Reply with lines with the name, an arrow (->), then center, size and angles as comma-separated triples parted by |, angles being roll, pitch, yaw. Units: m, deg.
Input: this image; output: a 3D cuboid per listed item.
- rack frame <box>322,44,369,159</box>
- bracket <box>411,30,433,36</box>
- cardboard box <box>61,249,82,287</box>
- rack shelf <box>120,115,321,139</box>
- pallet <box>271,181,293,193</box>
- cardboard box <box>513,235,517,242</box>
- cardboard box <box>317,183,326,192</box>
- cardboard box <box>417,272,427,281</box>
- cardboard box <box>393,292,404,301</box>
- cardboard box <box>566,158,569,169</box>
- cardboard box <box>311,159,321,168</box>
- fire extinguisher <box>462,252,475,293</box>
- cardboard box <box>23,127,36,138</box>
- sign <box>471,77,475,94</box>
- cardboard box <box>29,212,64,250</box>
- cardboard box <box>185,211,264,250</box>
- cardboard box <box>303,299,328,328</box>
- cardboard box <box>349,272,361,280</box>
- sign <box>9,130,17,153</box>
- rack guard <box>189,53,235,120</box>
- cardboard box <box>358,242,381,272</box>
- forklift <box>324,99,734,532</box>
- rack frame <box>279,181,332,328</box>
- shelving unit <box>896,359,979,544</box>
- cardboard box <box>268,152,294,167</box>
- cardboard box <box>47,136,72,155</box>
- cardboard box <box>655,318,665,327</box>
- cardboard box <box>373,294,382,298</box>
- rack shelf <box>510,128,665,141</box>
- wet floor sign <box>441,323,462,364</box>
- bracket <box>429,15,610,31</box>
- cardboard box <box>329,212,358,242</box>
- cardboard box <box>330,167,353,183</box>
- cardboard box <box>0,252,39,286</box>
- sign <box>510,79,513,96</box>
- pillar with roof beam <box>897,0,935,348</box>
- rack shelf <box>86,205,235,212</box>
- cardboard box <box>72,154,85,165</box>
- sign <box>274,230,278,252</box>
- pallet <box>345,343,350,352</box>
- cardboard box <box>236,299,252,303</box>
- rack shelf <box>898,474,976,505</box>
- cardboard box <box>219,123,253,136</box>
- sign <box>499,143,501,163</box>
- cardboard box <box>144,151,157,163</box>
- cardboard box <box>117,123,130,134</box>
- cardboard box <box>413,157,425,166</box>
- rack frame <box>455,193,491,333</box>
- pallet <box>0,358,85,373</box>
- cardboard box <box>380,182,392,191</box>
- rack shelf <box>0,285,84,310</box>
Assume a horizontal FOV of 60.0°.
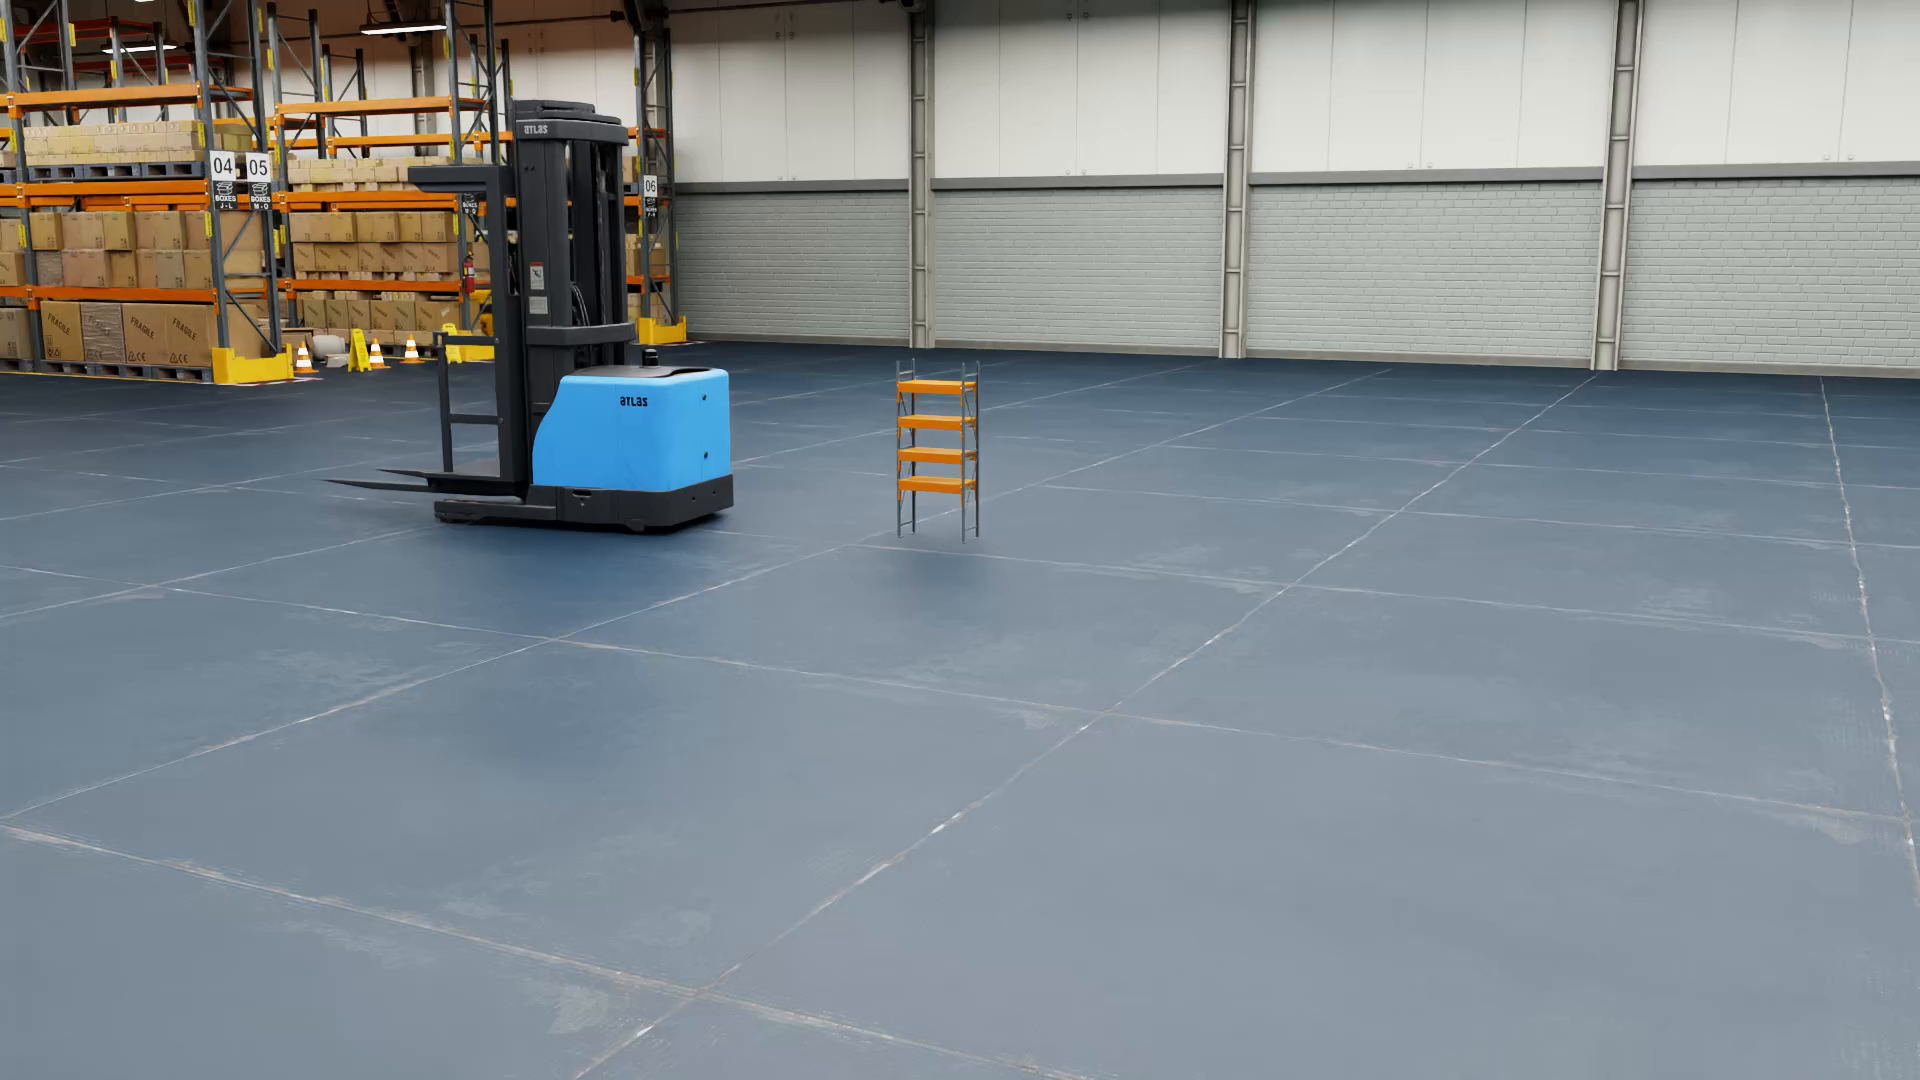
rack frame -> -13.033, -8.941, 35.365 | 0.127, 3.000, 1.000 | 5, 11, 26
bracket -> -11.249, -10.664, 34.778 | 0.430, 0.232, 0.235 | 5, 11, 26
cardboard box -> -12.899, -4.089, 24.981 | 0.550, 0.550, 0.875 | 5, 11, 26
rack shelf -> -13.432, -7.440, 30.212 | 4.000, 0.370, 1.077 | 5, 11, 26
pallet -> -12.145, -6.330, 29.888 | 1.003, 0.211, 1.213 | 5, 11, 26
cardboard box -> -8.784, -6.091, 33.527 | 0.250, 0.149, 0.380 | 5, 11, 25
cardboard box -> -10.986, -6.138, 29.005 | 0.250, 0.149, 0.380 | 5, 11, 26
cardboard box -> -8.978, -4.463, 28.174 | 0.250, 0.149, 0.380 | 5, 11, 25
cardboard box -> -9.468, -4.167, 28.449 | 0.250, 0.149, 0.380 | 5, 12, 27
cardboard box -> -7.745, -7.286, 32.894 | 0.637, 0.503, 0.797 | 5, 12, 28
cardboard box -> -11.021, -6.511, 28.825 | 0.250, 0.149, 0.380 | 5, 11, 24
fire extinguisher -> -8.152, -4.445, 27.585 | 0.183, 0.674, 0.296 | 5, 11, 26
cardboard box -> -13.562, -6.000, 24.543 | 0.250, 0.149, 0.380 | 5, 11, 26
sign -> -9.675, -9.037, 33.049 | 0.005, 0.325, 0.100 | 5, 11, 26
cardboard box -> -13.422, -4.653, 25.063 | 0.550, 0.550, 0.875 | 5, 11, 26
cardboard box -> -10.466, -4.408, 23.709 | 0.550, 0.550, 0.875 | 5, 11, 26
cardboard box -> -11.229, -4.014, 29.422 | 0.500, 0.500, 0.500 | 6, 12, 29
cardboard box -> -10.355, -4.579, 28.813 | 0.250, 0.149, 0.380 | 5, 11, 26
sign -> -13.969, -5.880, 24.540 | 0.005, 0.325, 0.100 | 5, 11, 26
rack guard -> -21.782, -6.748, 31.672 | 4.258, 6.000, 15.961 | 5, 11, 26
cardboard box -> -10.000, -4.883, 28.673 | 0.500, 0.500, 0.500 | 5, 11, 26
forklift -> -3.234, -1.637, 12.045 | 3.031, 2.935, 1.130 | 4, 11, 20
rack frame -> -11.638, -4.881, 29.776 | 0.127, 3.000, 1.000 | 5, 11, 26
shelving unit -> -0.148, -0.603, 11.195 | 0.503, 1.200, 0.258 | 5, 11, 26
cardboard box -> -12.214, -6.761, 29.580 | 0.500, 0.250, 0.500 | 5, 12, 27
cardboard box -> -12.970, -5.764, 24.359 | 0.500, 0.250, 0.500 | 5, 11, 25
cardboard box -> -6.212, -4.282, 33.010 | 0.500, 0.250, 0.500 | 5, 11, 26
cardboard box -> -12.479, -4.976, 35.790 | 0.625, 0.625, 0.875 | 5, 12, 28
rack shelf -> -7.652, -8.014, 32.835 | 3.809, 0.124, 0.919 | 5, 11, 26
wet floor sign -> -8.354, -3.221, 27.217 | 0.267, 0.644, 0.232 | -10, 14, -43
bracket -> -8.924, -10.460, 33.649 | 4.783, 0.066, 0.076 | 5, 11, 26
cardboard box -> -10.453, -5.412, 28.785 | 0.500, 0.500, 0.700 | 5, 11, 25
cardboard box -> -10.455, -6.270, 28.617 | 0.500, 0.250, 0.500 | 5, 11, 26
cardboard box -> -14.324, -4.130, 25.346 | 0.500, 0.500, 0.500 | 5, 11, 25
sign -> -9.178, -9.250, 34.005 | 0.005, 0.325, 0.100 | 5, 11, 26
pillar with roof beam -> -2.608, -7.349, 26.569 | 0.548, 9.000, 9.100 | 5, 11, 26
rack shelf -> -18.413, -7.584, 38.309 | 4.000, 0.370, 1.077 | 5, 11, 26
cardboard box -> -12.649, -5.528, 24.173 | 0.250, 0.149, 0.380 | 5, 11, 25
sign -> -9.900, -4.320, 24.025 | 0.005, 0.325, 0.100 | 5, 11, 26
pallet -> -11.020, -3.461, 29.763 | 1.213, 0.211, 1.003 | 5, 11, 26
cardboard box -> -15.804, -5.167, 37.194 | 0.500, 0.500, 0.500 | 5, 11, 25
rack shelf -> -0.148, -0.342, 11.243 | 0.480, 0.148, 0.258 | 5, 11, 26
cardboard box -> -10.309, -5.845, 23.686 | 0.250, 0.149, 0.380 | 5, 11, 26
sign -> -7.811, -6.558, 28.168 | 0.005, 0.325, 0.100 | 5, 11, 26
cardboard box -> -11.282, -5.408, 23.509 | 0.250, 0.149, 0.380 | 5, 11, 26
cardboard box -> -11.743, -5.840, 23.661 | 0.250, 0.149, 0.380 | 5, 11, 25
cardboard box -> -8.936, -6.334, 27.846 | 0.250, 0.149, 0.380 | 5, 11, 25
rack frame -> -8.051, -4.566, 28.034 | 0.127, 3.000, 1.000 | 5, 11, 26
pallet -> -14.463, -2.759, 25.882 | 1.213, 0.211, 1.003 | 5, 11, 26
cardboard box -> -9.631, -6.007, 28.280 | 0.250, 0.149, 0.380 | 5, 11, 24
rack shelf -> -15.531, -3.886, 26.299 | 4.000, 0.370, 1.077 | 5, 11, 26
